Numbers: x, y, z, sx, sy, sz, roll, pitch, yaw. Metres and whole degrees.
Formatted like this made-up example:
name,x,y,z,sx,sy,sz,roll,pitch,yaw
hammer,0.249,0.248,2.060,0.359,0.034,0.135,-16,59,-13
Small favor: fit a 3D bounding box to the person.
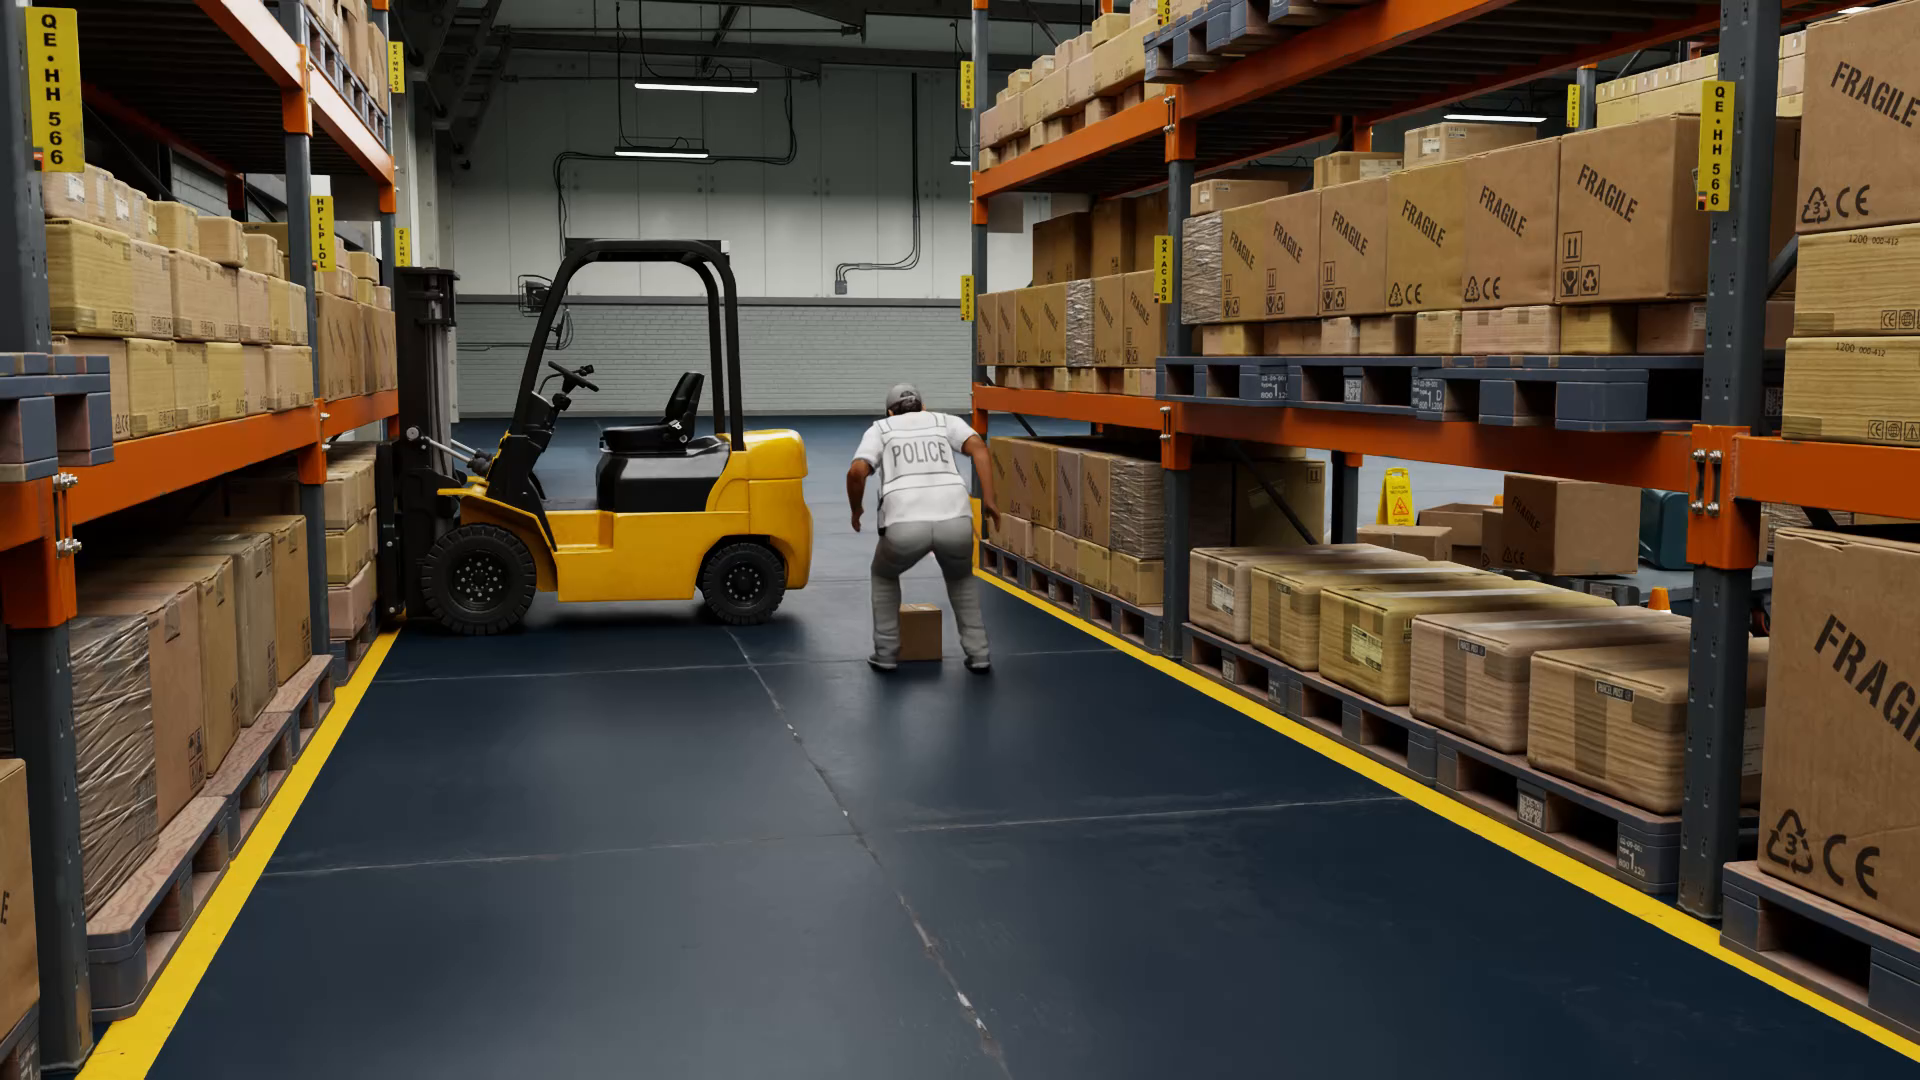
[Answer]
name,x,y,z,sx,sy,sz,roll,pitch,yaw
person,-0.192,-0.041,7.906,0.716,1.382,0.759,-1,6,-11
